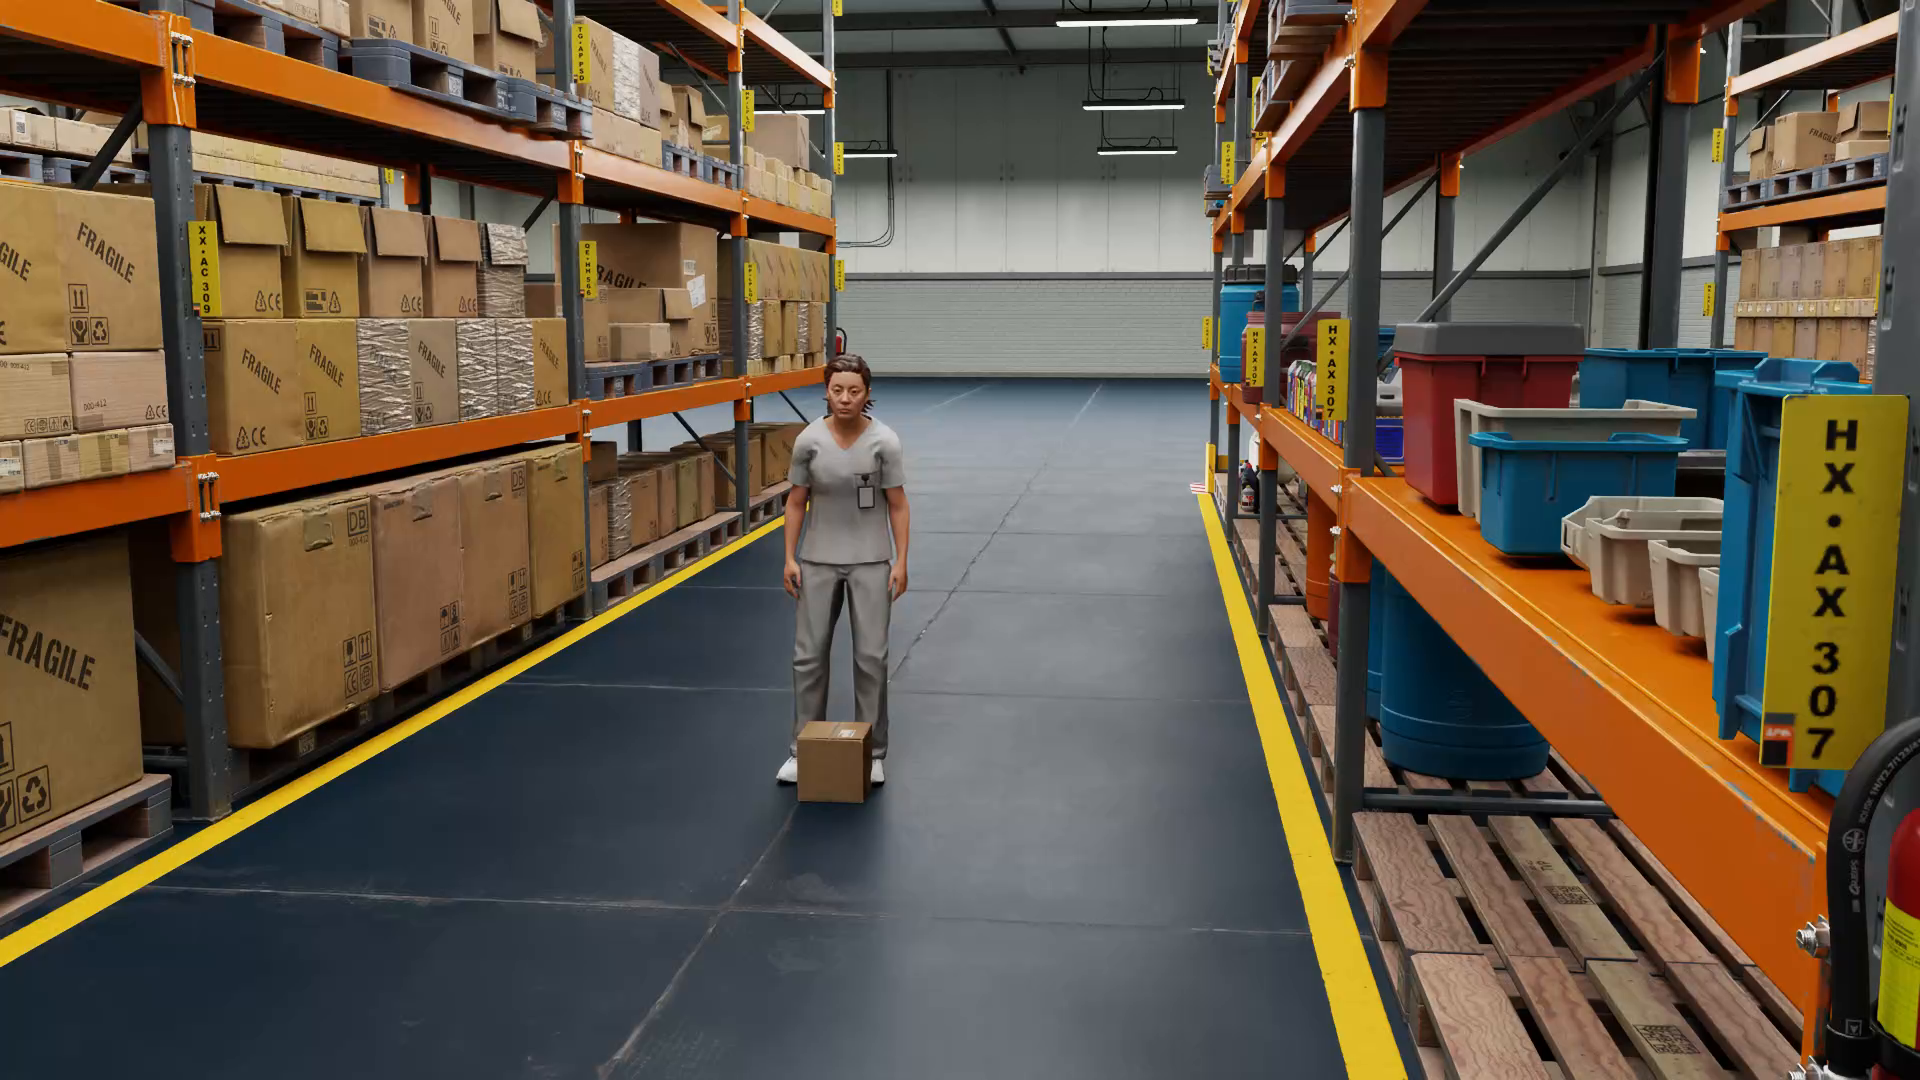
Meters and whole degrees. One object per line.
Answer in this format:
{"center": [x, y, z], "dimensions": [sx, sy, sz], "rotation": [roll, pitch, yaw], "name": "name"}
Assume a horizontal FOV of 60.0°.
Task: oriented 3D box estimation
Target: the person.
{"center": [-0.453, 0.109, 6.498], "dimensions": [0.514, 1.672, 0.356], "rotation": [0, 8, 3], "name": "person"}
